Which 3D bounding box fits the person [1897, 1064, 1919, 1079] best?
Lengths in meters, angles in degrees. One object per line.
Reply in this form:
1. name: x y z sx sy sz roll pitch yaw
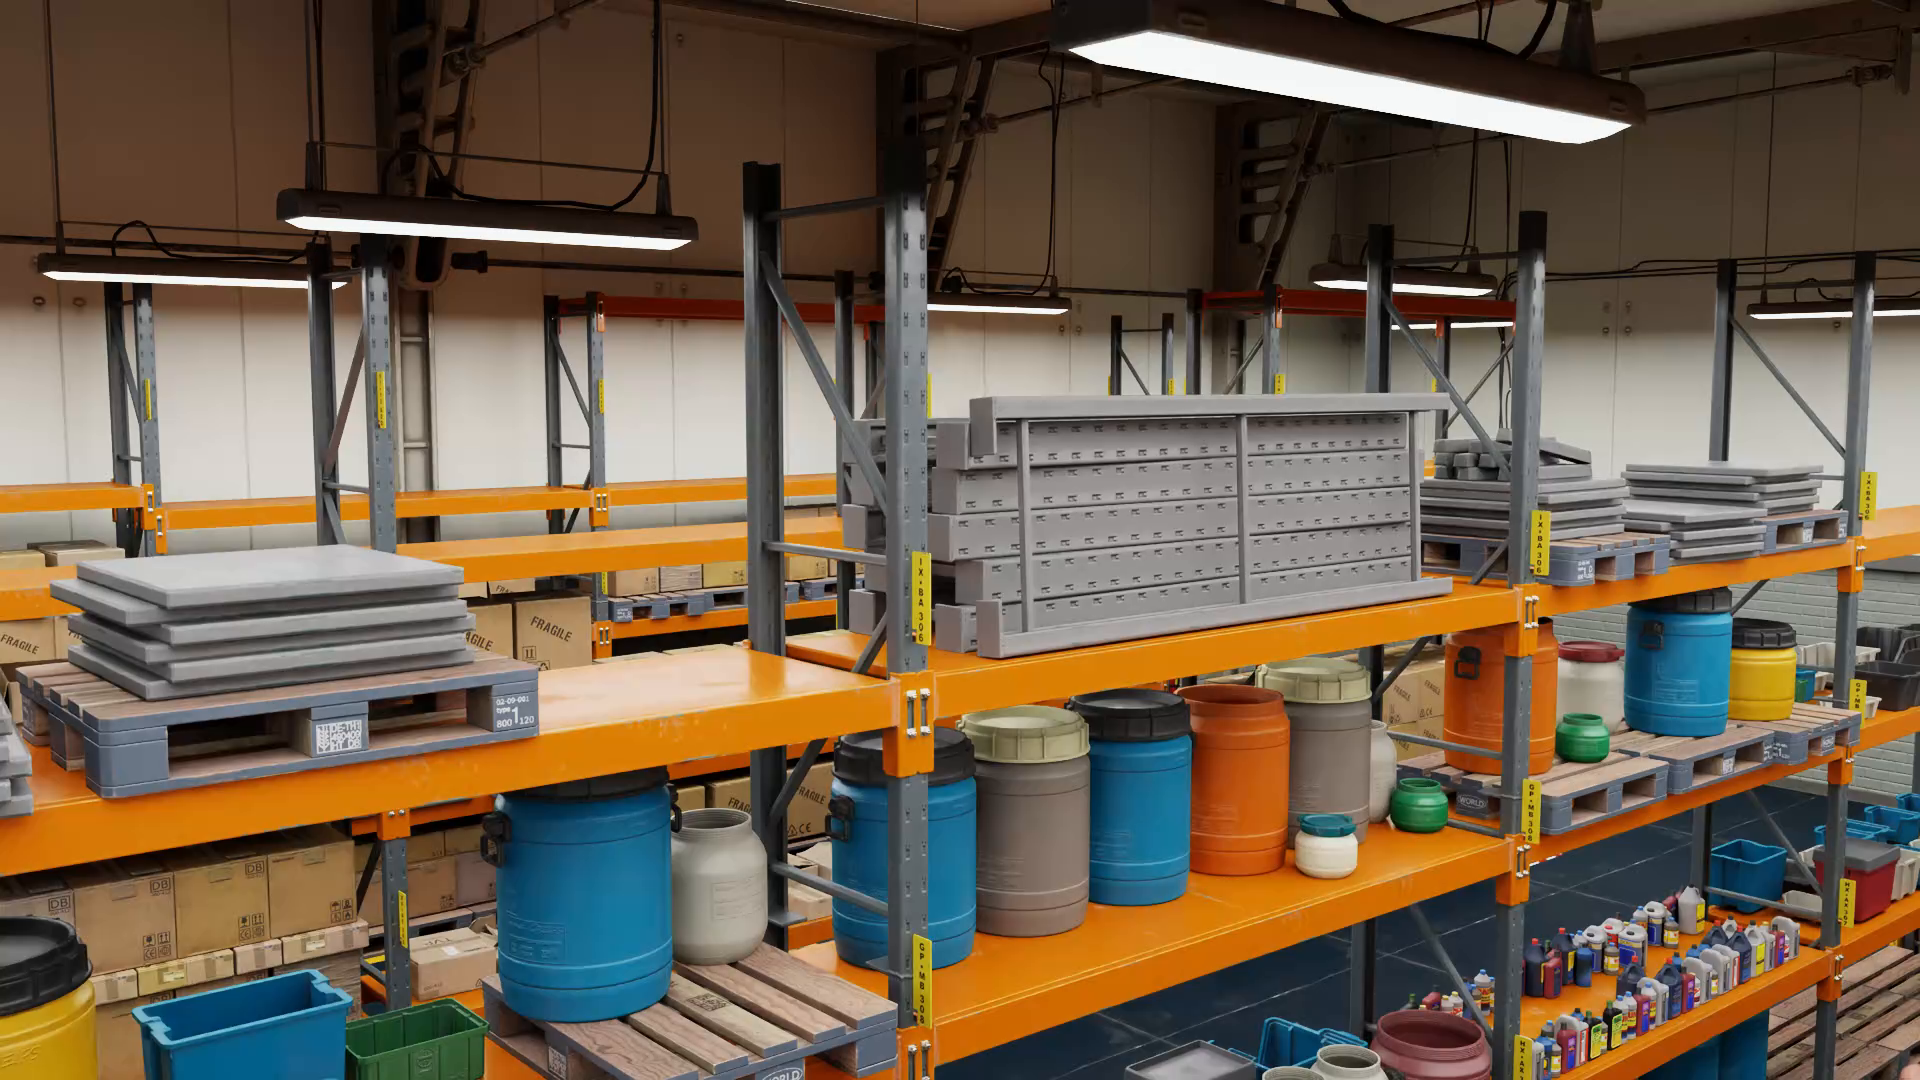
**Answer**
1. person: 4.842 3.499 8.510 0.649 1.697 0.726 5 7 40
